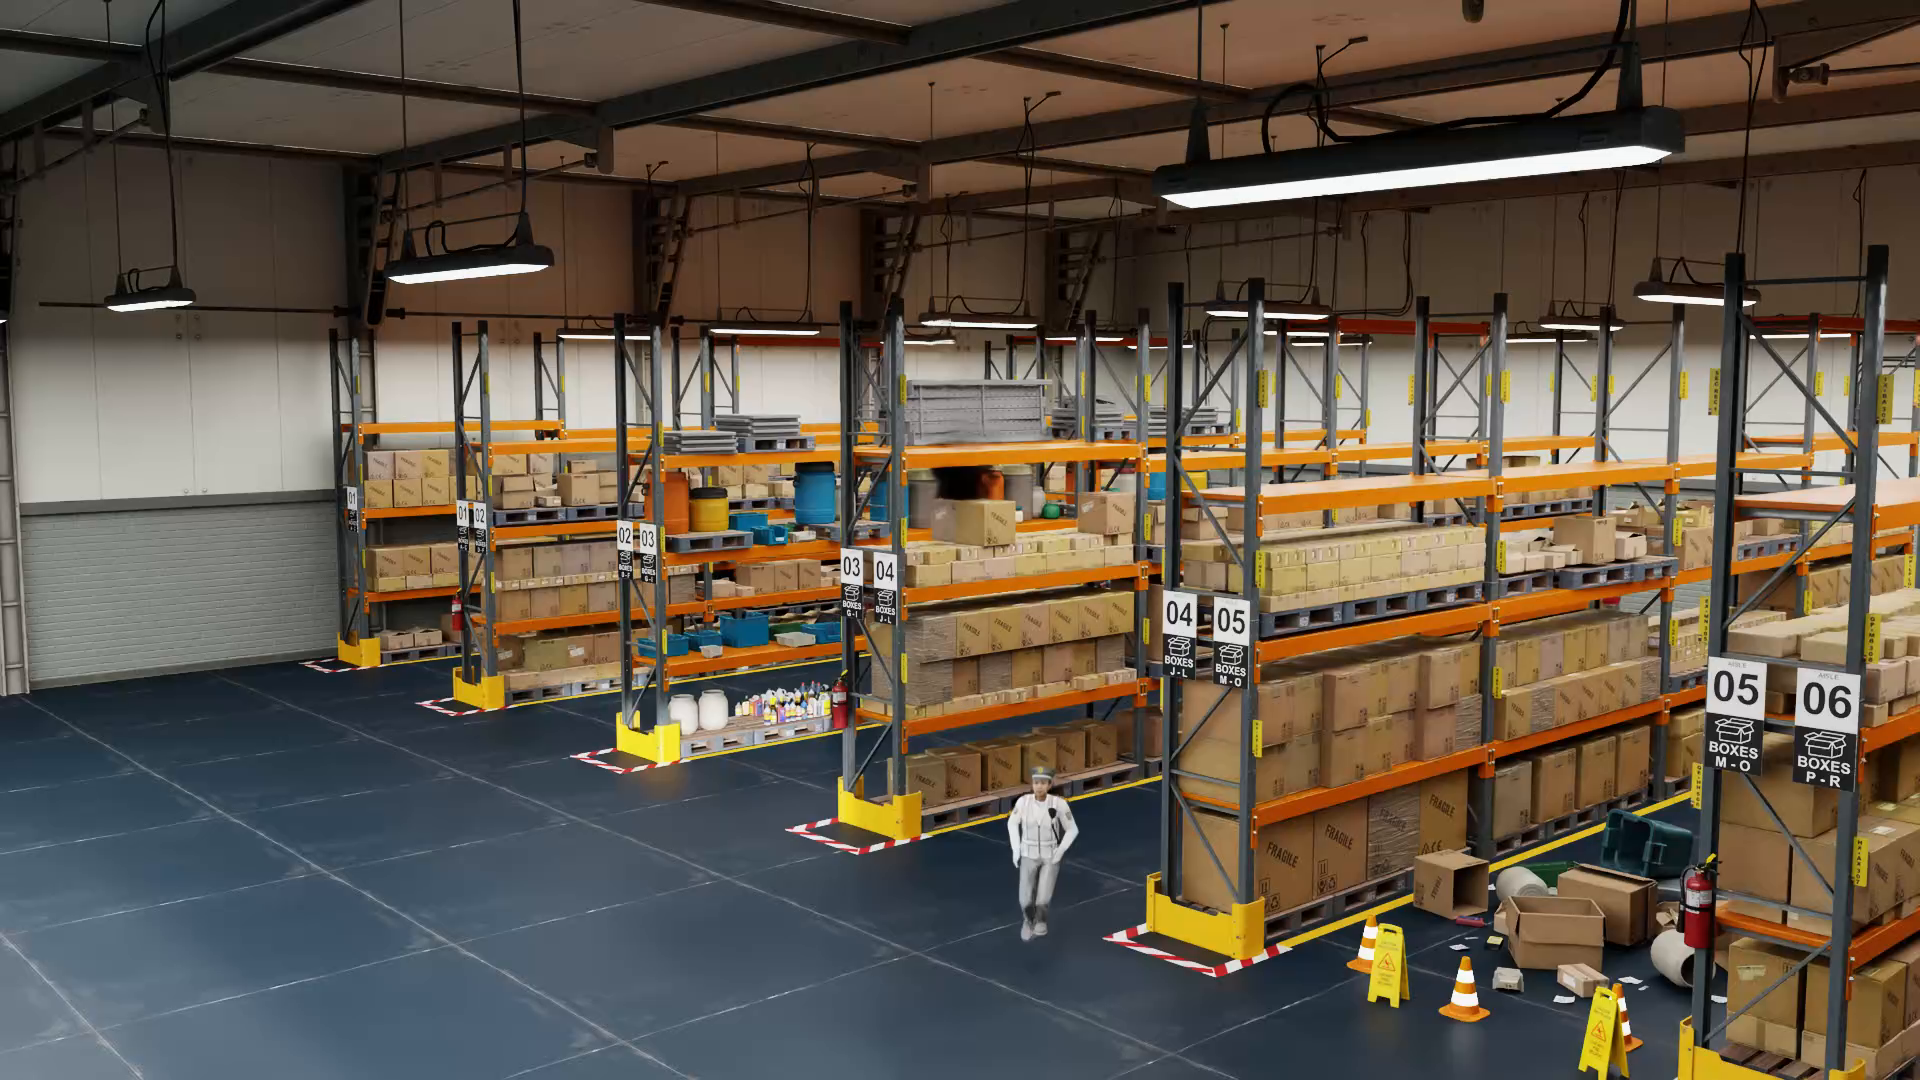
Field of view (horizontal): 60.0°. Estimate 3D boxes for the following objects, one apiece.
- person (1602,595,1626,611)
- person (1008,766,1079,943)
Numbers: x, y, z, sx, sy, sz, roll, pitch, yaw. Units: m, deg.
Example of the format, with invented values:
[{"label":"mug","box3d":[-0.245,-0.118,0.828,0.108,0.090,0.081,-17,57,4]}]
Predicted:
[{"label":"person","box3d":[11.854,1.302,30.429,0.640,1.741,0.932,-2,6,-23]},{"label":"person","box3d":[0.718,2.772,14.548,0.632,1.651,0.541,1,6,8]}]
